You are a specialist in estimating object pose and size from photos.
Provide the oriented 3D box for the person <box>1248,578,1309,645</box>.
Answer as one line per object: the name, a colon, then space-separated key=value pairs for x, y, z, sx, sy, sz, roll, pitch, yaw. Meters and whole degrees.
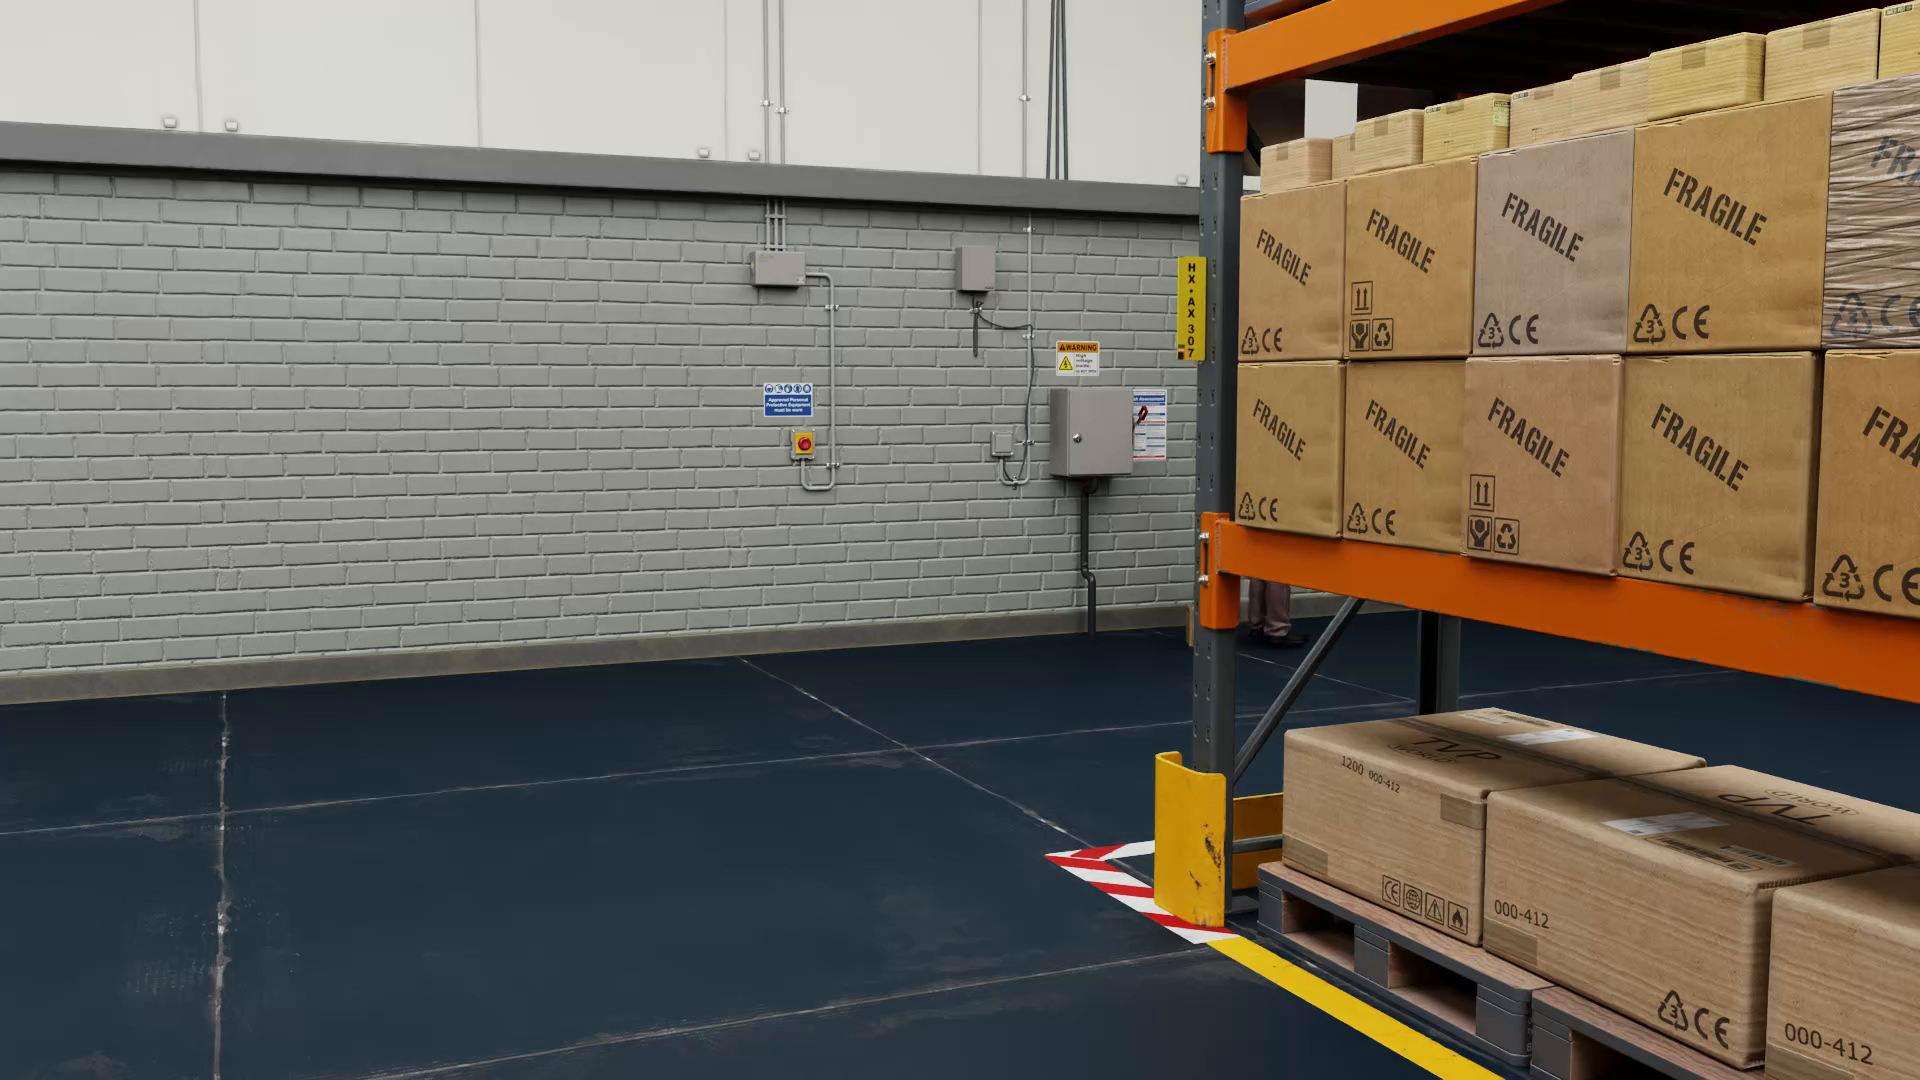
person: x=2.091 y=-0.157 z=10.964 sx=0.437 sy=1.760 sz=0.569 roll=-2 pitch=6 yaw=-22
